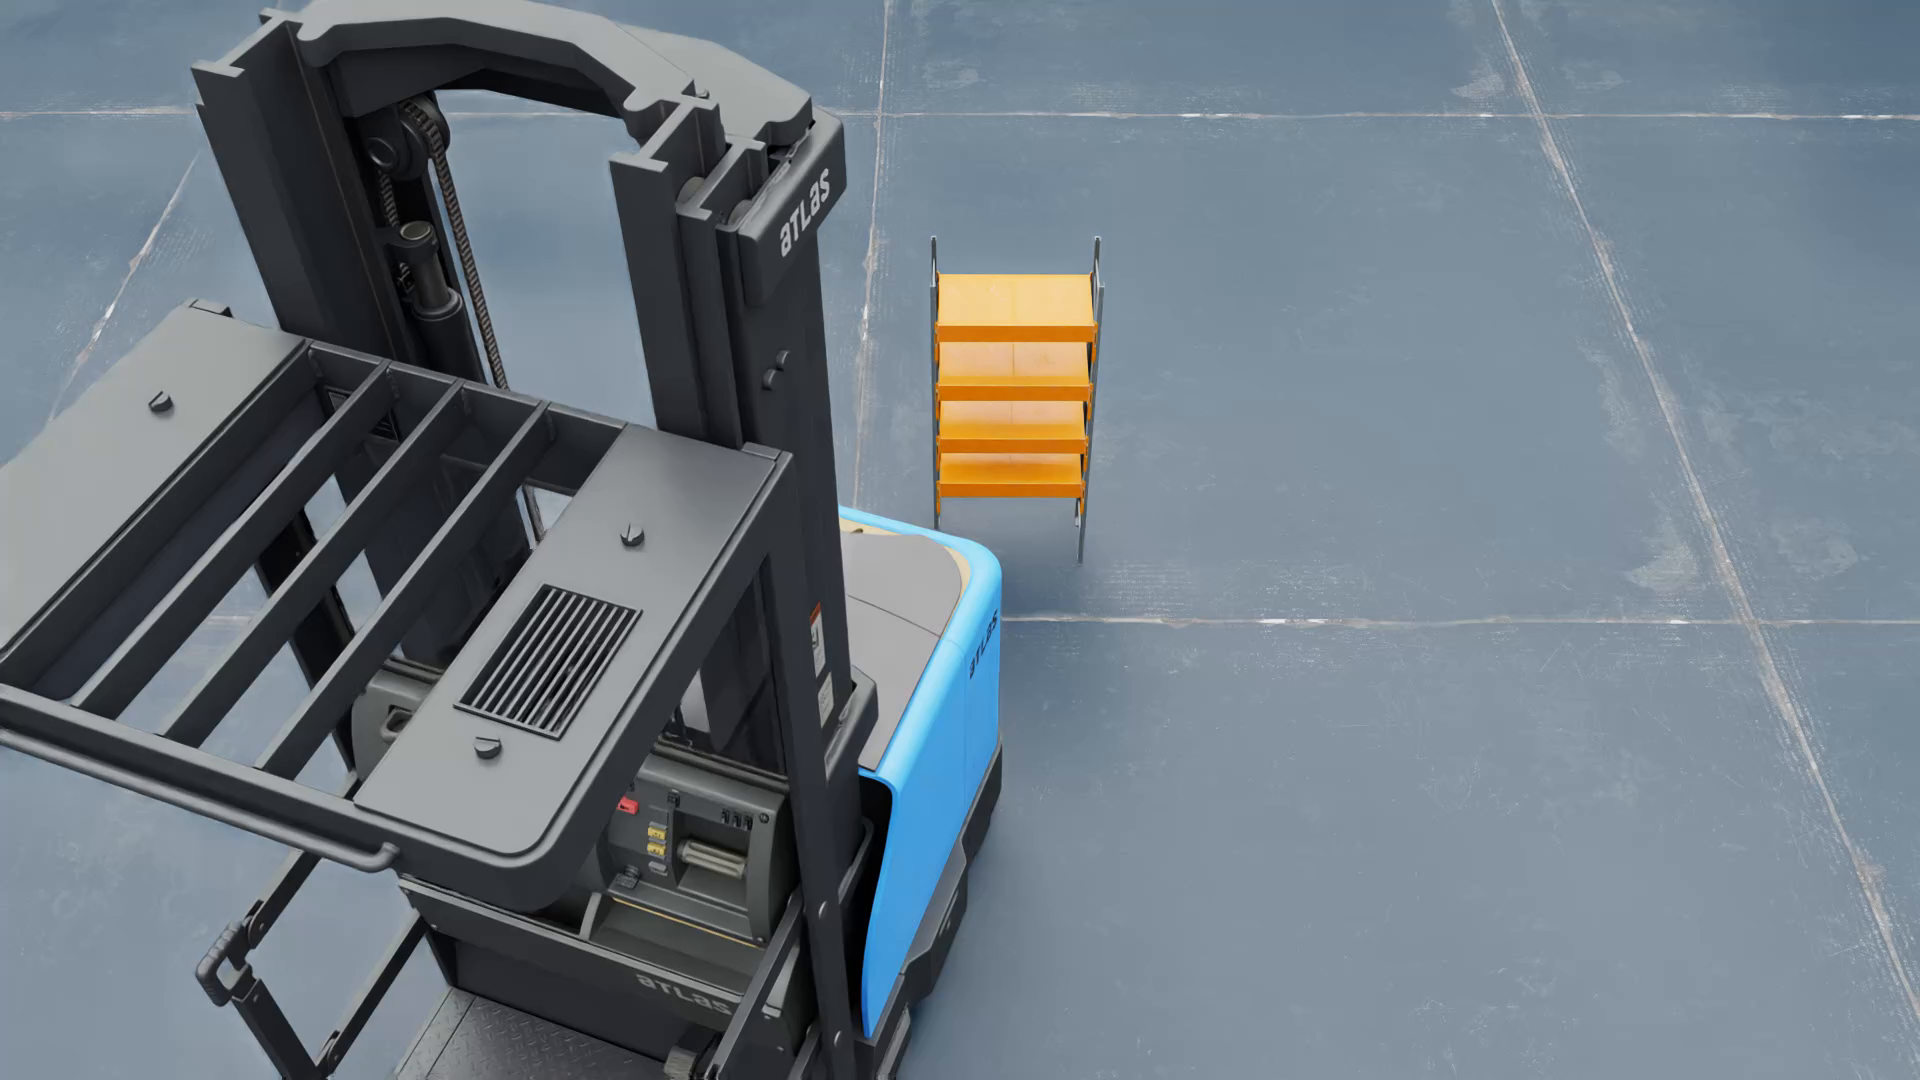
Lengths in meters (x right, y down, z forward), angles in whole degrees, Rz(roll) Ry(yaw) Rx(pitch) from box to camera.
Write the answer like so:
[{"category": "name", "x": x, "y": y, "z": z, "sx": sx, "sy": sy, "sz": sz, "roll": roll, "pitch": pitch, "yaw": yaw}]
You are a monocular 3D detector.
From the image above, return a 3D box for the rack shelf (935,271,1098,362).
[{"category": "rack shelf", "x": 0.166, "y": -0.676, "z": 5.023, "sx": 0.480, "sy": 0.148, "sz": 0.258, "roll": 0, "pitch": 47, "yaw": 0}]

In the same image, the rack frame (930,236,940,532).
[{"category": "rack frame", "x": -0.078, "y": -0.409, "z": 5.311, "sx": 0.015, "sy": 1.200, "sz": 0.240, "roll": 0, "pitch": 47, "yaw": 0}]

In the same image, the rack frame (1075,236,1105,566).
[{"category": "rack frame", "x": 0.410, "y": -0.408, "z": 5.310, "sx": 0.015, "sy": 1.200, "sz": 0.240, "roll": 0, "pitch": 47, "yaw": 0}]

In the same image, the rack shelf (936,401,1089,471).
[{"category": "rack shelf", "x": 0.166, "y": -0.363, "z": 5.360, "sx": 0.480, "sy": 0.148, "sz": 0.258, "roll": 0, "pitch": 47, "yaw": 0}]

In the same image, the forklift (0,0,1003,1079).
[{"category": "forklift", "x": -0.860, "y": 0.646, "z": 3.147, "sx": 1.130, "sy": 2.935, "sz": 3.031, "roll": 15, "pitch": 49, "yaw": 14}]

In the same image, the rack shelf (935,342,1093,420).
[{"category": "rack shelf", "x": 0.166, "y": -0.515, "z": 5.196, "sx": 0.480, "sy": 0.148, "sz": 0.258, "roll": 0, "pitch": 47, "yaw": 0}]

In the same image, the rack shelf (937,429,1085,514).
[{"category": "rack shelf", "x": 0.166, "y": -0.227, "z": 5.505, "sx": 0.480, "sy": 0.148, "sz": 0.258, "roll": 0, "pitch": 47, "yaw": 0}]

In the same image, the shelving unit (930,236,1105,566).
[{"category": "shelving unit", "x": 0.166, "y": -0.408, "z": 5.310, "sx": 0.503, "sy": 1.200, "sz": 0.258, "roll": 0, "pitch": 47, "yaw": 0}]
